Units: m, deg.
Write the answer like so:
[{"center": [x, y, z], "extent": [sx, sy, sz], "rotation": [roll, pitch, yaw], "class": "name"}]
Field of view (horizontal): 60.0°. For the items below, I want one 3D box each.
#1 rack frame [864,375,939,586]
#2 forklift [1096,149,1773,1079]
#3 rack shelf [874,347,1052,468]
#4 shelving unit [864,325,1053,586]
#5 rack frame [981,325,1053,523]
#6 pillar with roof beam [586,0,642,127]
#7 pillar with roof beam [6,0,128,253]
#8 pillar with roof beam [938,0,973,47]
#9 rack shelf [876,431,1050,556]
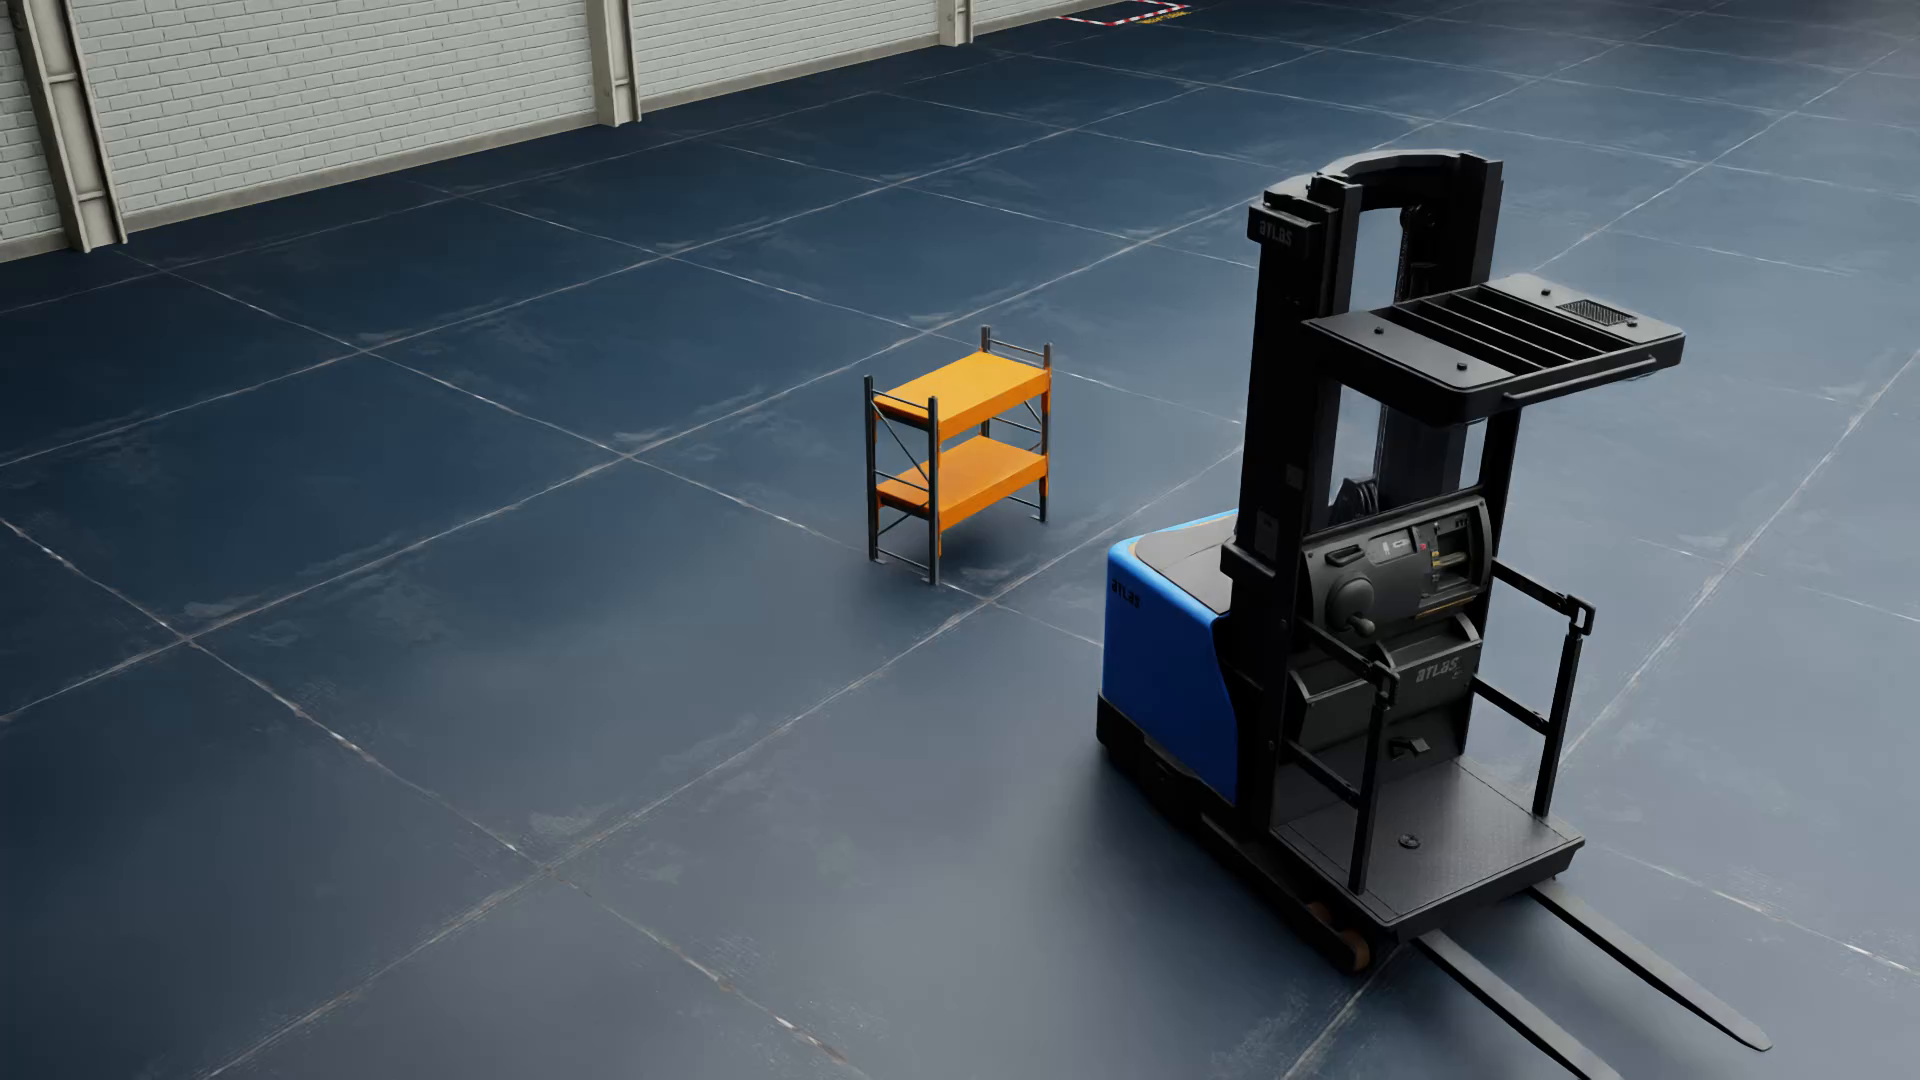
[{"center": [-0.319, -0.322, 9.148], "extent": [0.500, 1.125, 0.032], "rotation": [21, 34, 34], "class": "rack frame"}, {"center": [1.811, 0.144, 6.282], "extent": [1.130, 2.935, 3.031], "rotation": [-15, 31, -26], "class": "forklift"}, {"center": [0.004, -0.762, 9.362], "extent": [0.538, 0.278, 1.000], "rotation": [21, 34, 34], "class": "rack shelf"}, {"center": [0.004, -0.502, 9.496], "extent": [0.538, 1.125, 1.048], "rotation": [21, 34, 34], "class": "shelving unit"}, {"center": [0.328, -0.682, 9.845], "extent": [0.500, 1.125, 0.032], "rotation": [21, 34, 34], "class": "rack frame"}, {"center": [-0.557, -7.506, 14.466], "extent": [9.100, 9.000, 0.400], "rotation": [21, 34, 34], "class": "pillar with roof beam"}, {"center": [-4.373, -5.379, 10.354], "extent": [9.100, 9.000, 0.400], "rotation": [21, 34, 34], "class": "pillar with roof beam"}, {"center": [3.260, -9.634, 18.578], "extent": [9.100, 9.000, 0.400], "rotation": [21, 34, 34], "class": "pillar with roof beam"}, {"center": [0.004, -0.285, 9.609], "extent": [0.538, 0.278, 1.000], "rotation": [21, 34, 34], "class": "rack shelf"}]
